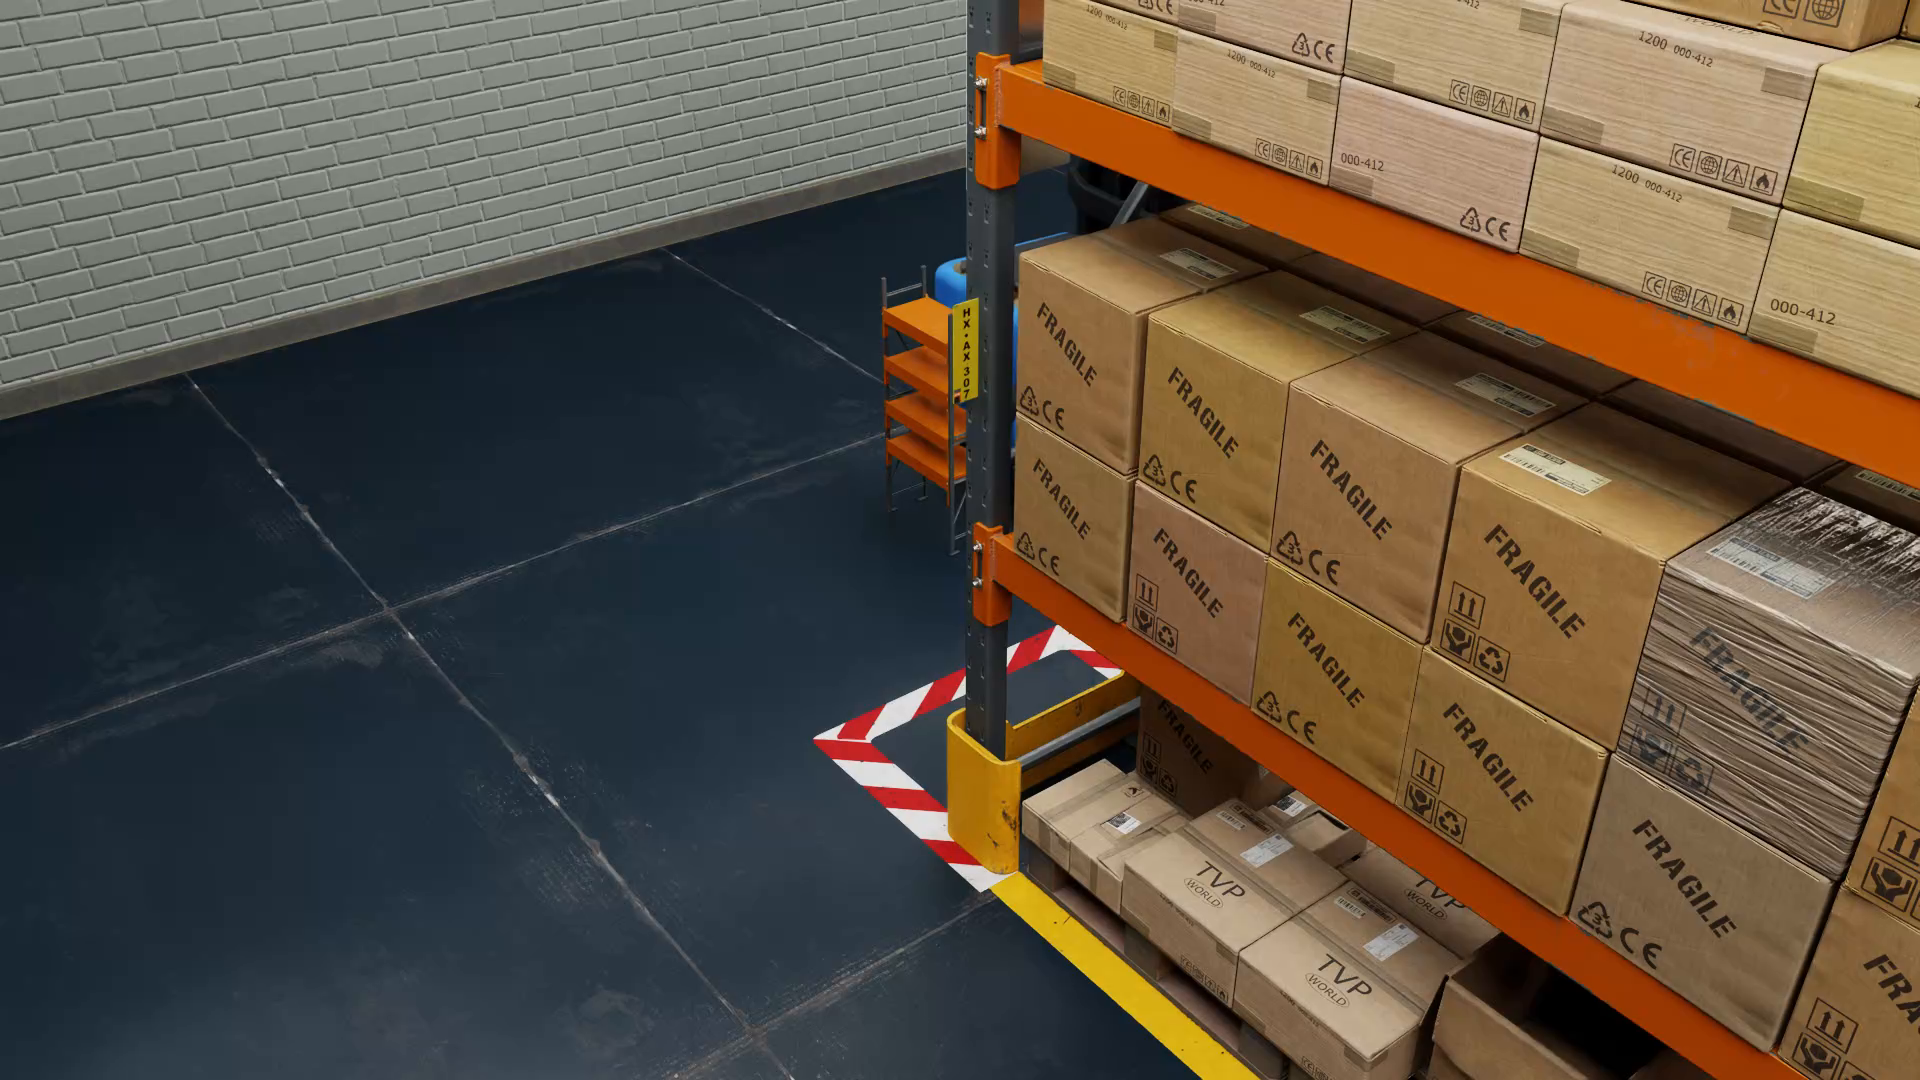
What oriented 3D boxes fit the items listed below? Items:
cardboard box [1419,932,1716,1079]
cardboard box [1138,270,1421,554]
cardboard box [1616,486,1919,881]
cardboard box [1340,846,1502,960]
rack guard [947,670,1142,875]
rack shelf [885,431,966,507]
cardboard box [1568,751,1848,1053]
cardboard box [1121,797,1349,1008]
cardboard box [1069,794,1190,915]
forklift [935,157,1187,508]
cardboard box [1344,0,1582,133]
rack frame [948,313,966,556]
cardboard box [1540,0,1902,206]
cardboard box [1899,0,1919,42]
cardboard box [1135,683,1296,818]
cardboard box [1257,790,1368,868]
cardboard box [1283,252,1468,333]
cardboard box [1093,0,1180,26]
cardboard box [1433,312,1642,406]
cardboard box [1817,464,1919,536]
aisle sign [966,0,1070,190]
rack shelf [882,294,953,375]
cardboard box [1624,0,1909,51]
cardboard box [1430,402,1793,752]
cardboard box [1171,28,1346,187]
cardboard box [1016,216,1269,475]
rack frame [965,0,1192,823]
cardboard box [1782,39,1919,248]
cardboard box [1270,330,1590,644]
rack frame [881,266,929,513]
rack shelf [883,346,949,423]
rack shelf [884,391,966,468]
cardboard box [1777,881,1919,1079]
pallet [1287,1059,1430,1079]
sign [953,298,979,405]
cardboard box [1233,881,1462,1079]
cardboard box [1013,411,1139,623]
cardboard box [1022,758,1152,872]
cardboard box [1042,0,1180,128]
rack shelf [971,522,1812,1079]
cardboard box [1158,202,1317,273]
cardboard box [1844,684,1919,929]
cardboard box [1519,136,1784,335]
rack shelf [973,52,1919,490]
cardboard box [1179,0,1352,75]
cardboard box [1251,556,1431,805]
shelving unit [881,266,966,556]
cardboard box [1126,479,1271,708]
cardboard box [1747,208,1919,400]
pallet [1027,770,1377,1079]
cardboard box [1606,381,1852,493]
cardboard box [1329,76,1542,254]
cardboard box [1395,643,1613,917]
[{"bbox_3d":[1.745,1.386,4.625,0.797,0.503,0.637,-22,38,-31],"label":"cardboard box"},{"bbox_3d":[0.839,-0.355,4.437,0.500,0.500,0.500,-22,38,-31],"label":"cardboard box"},{"bbox_3d":[1.762,0.276,3.419,0.500,0.500,0.500,-22,38,-31],"label":"cardboard box"},{"bbox_3d":[1.535,1.160,5.228,0.500,0.250,0.500,-22,38,-31],"label":"cardboard box"},{"bbox_3d":[0.495,0.720,6.117,1.175,0.500,0.348,-22,38,-31],"label":"rack guard"},{"bbox_3d":[-0.102,-0.353,7.685,0.258,0.148,0.480,-22,38,-31],"label":"rack shelf"},{"bbox_3d":[1.758,0.698,3.689,0.500,0.500,0.500,-21,38,-30],"label":"cardboard box"},{"bbox_3d":[0.865,1.134,5.270,0.500,0.250,0.500,-22,38,-31],"label":"cardboard box"},{"bbox_3d":[0.587,1.033,5.512,0.380,0.166,0.250,-22,38,-31],"label":"cardboard box"},{"bbox_3d":[1.380,-1.845,7.942,3.031,2.935,1.130,-19,37,-28],"label":"forklift"},{"bbox_3d":[1.171,-1.081,3.473,0.500,0.250,0.500,-22,38,-31],"label":"cardboard box"},{"bbox_3d":[0.048,-0.477,7.381,0.240,1.200,0.015,-22,38,-31],"label":"rack frame"},{"bbox_3d":[1.474,-0.872,3.136,0.500,0.250,0.500,-22,38,-31],"label":"cardboard box"},{"bbox_3d":[2.067,-1.099,2.791,0.700,0.500,0.500,-22,38,-31],"label":"cardboard box"},{"bbox_3d":[0.977,0.648,5.816,0.500,0.500,0.500,-22,38,-31],"label":"cardboard box"},{"bbox_3d":[1.154,0.988,5.585,0.380,0.166,0.250,-22,38,-31],"label":"cardboard box"},{"bbox_3d":[1.249,-0.534,4.724,0.500,0.500,0.500,-21,38,-30],"label":"cardboard box"},{"bbox_3d":[0.558,-1.498,4.145,0.500,0.250,0.500,-22,38,-31],"label":"cardboard box"},{"bbox_3d":[1.571,-0.320,4.379,0.500,0.500,0.500,-21,38,-30],"label":"cardboard box"},{"bbox_3d":[2.203,0.109,3.688,0.500,0.500,0.500,-24,39,-33],"label":"cardboard box"},{"bbox_3d":[0.175,-1.411,4.716,0.394,0.787,0.004,-22,38,-31],"label":"aisle sign"},{"bbox_3d":[-0.101,-0.913,7.337,0.258,0.148,0.480,-22,38,-31],"label":"rack shelf"},{"bbox_3d":[1.640,-1.258,3.047,0.700,0.500,0.500,-22,38,-31],"label":"cardboard box"},{"bbox_3d":[1.454,0.066,3.758,0.500,0.500,0.500,-23,38,-32],"label":"cardboard box"},{"bbox_3d":[0.859,-1.075,3.937,0.500,0.250,0.500,-22,38,-31],"label":"cardboard box"},{"bbox_3d":[0.512,-0.571,4.783,0.500,0.500,0.500,-21,38,-30],"label":"cardboard box"},{"bbox_3d":[0.449,-0.374,5.509,1.000,3.000,0.127,-22,38,-31],"label":"rack frame"},{"bbox_3d":[1.780,-0.663,2.800,0.500,0.250,0.500,-22,38,-31],"label":"cardboard box"},{"bbox_3d":[1.142,-0.145,4.098,0.500,0.500,0.500,-22,38,-31],"label":"cardboard box"},{"bbox_3d":[-0.251,-0.680,7.708,0.240,1.200,0.015,-22,38,-31],"label":"rack frame"},{"bbox_3d":[-0.101,-0.712,7.462,0.258,0.148,0.480,-22,38,-31],"label":"rack shelf"},{"bbox_3d":[-0.101,-0.522,7.580,0.258,0.148,0.480,-22,38,-31],"label":"rack shelf"},{"bbox_3d":[2.075,0.911,3.345,0.500,0.500,0.500,-21,38,-30],"label":"cardboard box"},{"bbox_3d":[1.729,1.683,4.841,1.003,0.211,1.213,-22,38,-31],"label":"pallet"},{"bbox_3d":[0.020,-0.566,4.997,0.100,0.325,0.005,-22,38,-31],"label":"sign"},{"bbox_3d":[1.171,1.343,4.934,0.500,0.250,0.500,-22,38,-31],"label":"cardboard box"},{"bbox_3d":[0.512,-0.146,5.047,0.500,0.500,0.500,-21,38,-30],"label":"cardboard box"},{"bbox_3d":[0.434,0.936,5.685,0.380,0.149,0.250,-22,38,-31],"label":"cardboard box"},{"bbox_3d":[0.563,-1.288,4.280,0.500,0.250,0.500,-22,38,-31],"label":"cardboard box"},{"bbox_3d":[1.675,0.765,4.356,1.077,0.370,4.000,-22,38,-31],"label":"rack shelf"},{"bbox_3d":[0.939,-0.744,5.063,0.500,0.500,0.500,-23,38,-32],"label":"cardboard box"},{"bbox_3d":[2.071,0.487,3.081,0.500,0.500,0.500,-23,39,-32],"label":"cardboard box"},{"bbox_3d":[1.479,-0.661,3.271,0.500,0.250,0.500,-22,38,-31],"label":"cardboard box"},{"bbox_3d":[1.675,-0.509,3.565,1.077,0.370,4.000,-22,38,-31],"label":"rack shelf"},{"bbox_3d":[0.859,-1.288,3.805,0.500,0.250,0.500,-22,38,-31],"label":"cardboard box"},{"bbox_3d":[1.138,0.278,4.365,0.500,0.500,0.500,-22,38,-32],"label":"cardboard box"},{"bbox_3d":[-0.101,-0.579,7.545,0.258,1.200,0.503,-22,38,-31],"label":"shelving unit"},{"bbox_3d":[0.833,0.067,4.704,0.500,0.500,0.500,-23,38,-32],"label":"cardboard box"},{"bbox_3d":[1.782,-0.451,2.933,0.500,0.250,0.500,-22,38,-31],"label":"cardboard box"},{"bbox_3d":[0.985,1.175,5.659,1.003,0.211,1.213,-22,38,-31],"label":"pallet"},{"bbox_3d":[1.886,-0.105,4.034,0.500,0.500,0.500,-21,38,-30],"label":"cardboard box"},{"bbox_3d":[1.167,-0.867,3.603,0.500,0.250,0.500,-22,38,-31],"label":"cardboard box"},{"bbox_3d":[1.444,0.486,4.029,0.500,0.500,0.500,-22,38,-31],"label":"cardboard box"}]
